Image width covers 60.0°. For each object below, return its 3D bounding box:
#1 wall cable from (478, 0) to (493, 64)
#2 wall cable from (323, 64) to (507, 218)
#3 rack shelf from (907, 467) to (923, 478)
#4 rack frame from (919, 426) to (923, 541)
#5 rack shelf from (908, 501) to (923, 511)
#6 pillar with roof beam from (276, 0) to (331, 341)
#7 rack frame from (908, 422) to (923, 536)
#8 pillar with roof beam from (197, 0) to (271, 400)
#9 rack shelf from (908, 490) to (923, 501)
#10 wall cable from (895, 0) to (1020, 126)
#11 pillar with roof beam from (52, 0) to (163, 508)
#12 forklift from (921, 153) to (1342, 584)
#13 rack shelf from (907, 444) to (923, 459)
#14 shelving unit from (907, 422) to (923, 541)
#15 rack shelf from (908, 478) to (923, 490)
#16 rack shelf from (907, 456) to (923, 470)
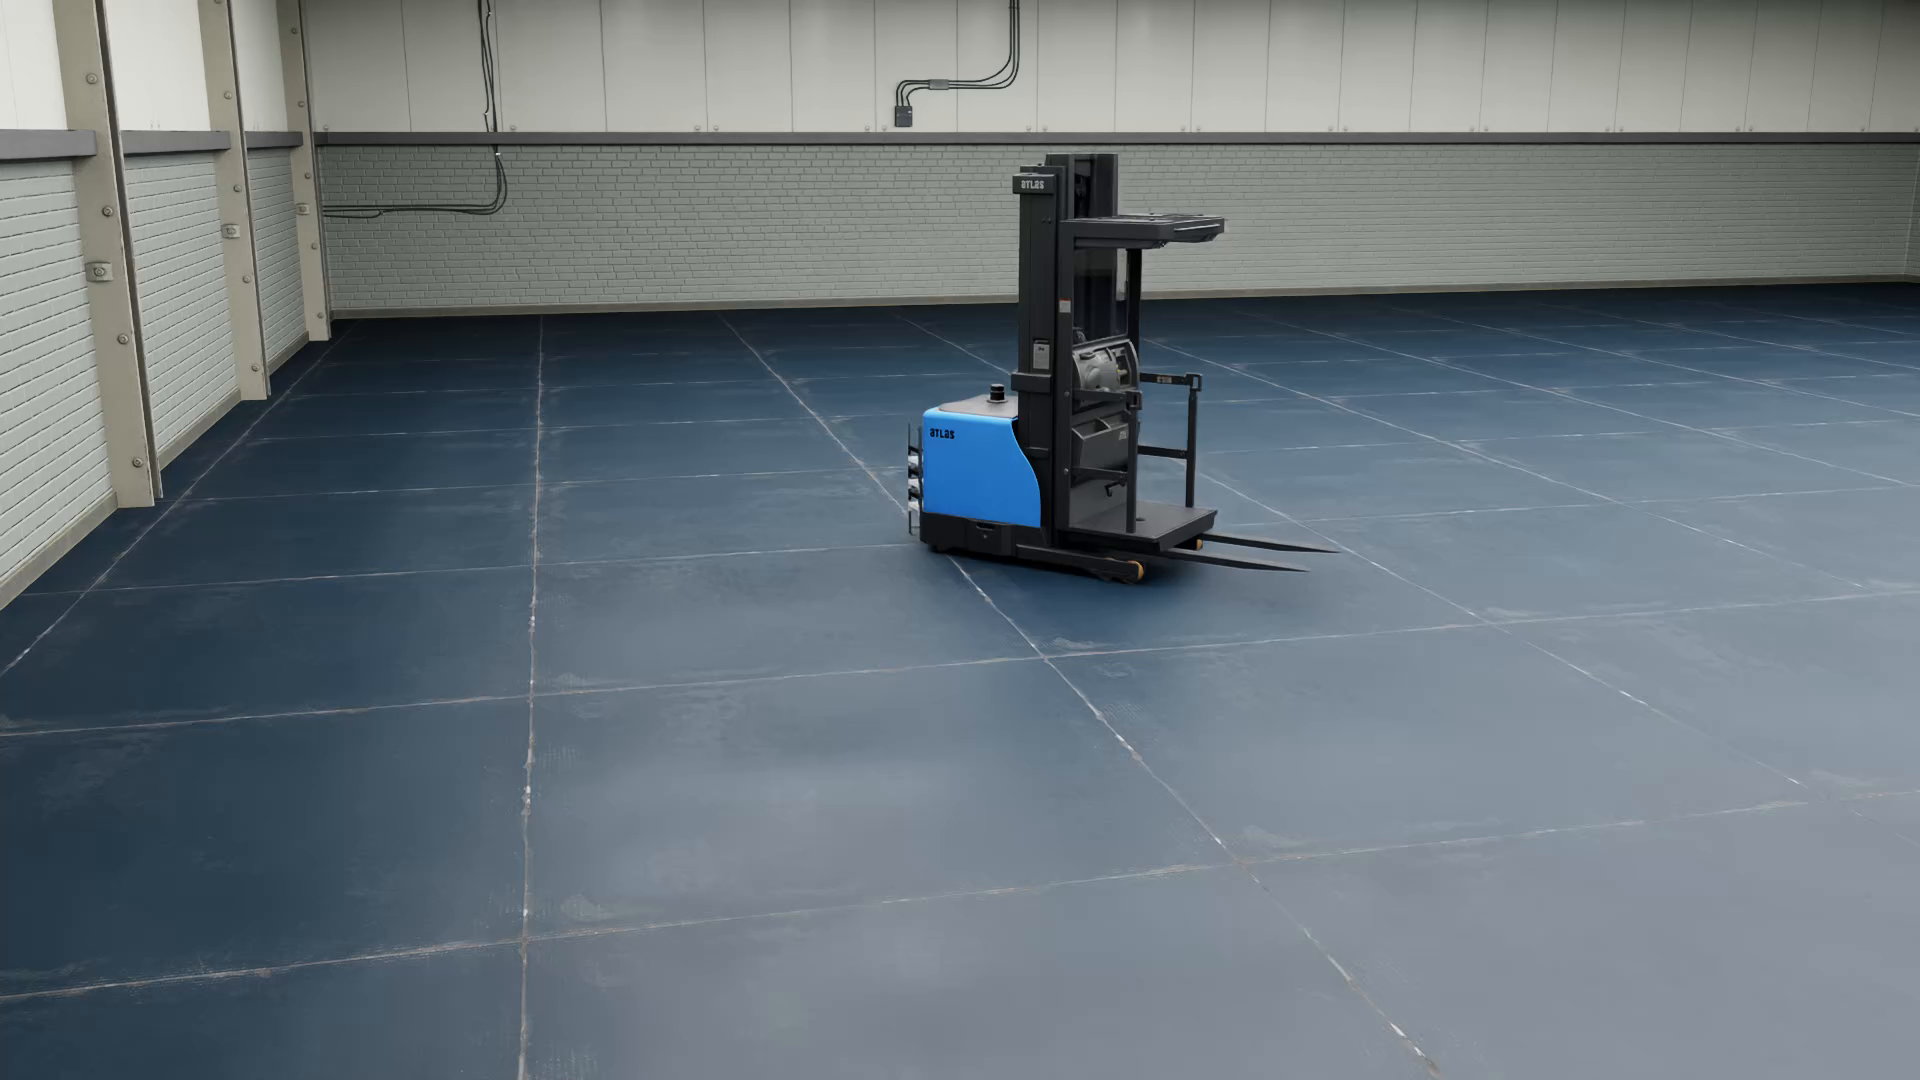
[{"bbox_3d":[-6.634,-9.312,27.982,3.097,2.526,0.112,-3,14,-13],"label":"wall cable"},{"bbox_3d":[-9.264,-6.708,27.964,3.097,2.526,0.112,-3,14,-13],"label":"wall cable"},{"bbox_3d":[-0.249,-0.518,12.913,0.258,0.077,0.200,-6,15,-25],"label":"rack shelf"},{"bbox_3d":[-0.206,-0.441,12.837,0.240,0.900,0.006,-6,15,-25],"label":"rack frame"},{"bbox_3d":[-0.249,-0.256,12.977,0.258,0.077,0.200,-6,15,-25],"label":"rack shelf"},{"bbox_3d":[-5.673,-7.703,25.495,9.100,9.000,0.400,-3,14,-13],"label":"pillar with roof beam"},{"bbox_3d":[-0.293,-0.485,13.015,0.240,0.900,0.006,-6,15,-25],"label":"rack frame"},{"bbox_3d":[-4.263,-6.319,19.829,9.100,9.000,0.400,-3,14,-13],"label":"pillar with roof beam"},{"bbox_3d":[-0.249,-0.343,12.955,0.258,0.077,0.200,-6,15,-25],"label":"rack shelf"},{"bbox_3d":[-0.032,-10.394,29.343,2.305,6.003,0.169,-3,14,-13],"label":"wall cable"},{"bbox_3d":[-2.854,-4.934,14.164,9.100,9.000,0.400,-3,14,-13],"label":"pillar with roof beam"},{"bbox_3d":[1.229,-1.258,11.900,3.031,2.935,1.130,8,16,31],"label":"forklift"},{"bbox_3d":[-0.249,-0.693,12.870,0.258,0.077,0.200,-6,15,-25],"label":"rack shelf"},{"bbox_3d":[-0.249,-0.463,12.926,0.258,0.900,0.210,-6,15,-25],"label":"shelving unit"},{"bbox_3d":[-0.249,-0.431,12.934,0.258,0.077,0.200,-6,15,-25],"label":"rack shelf"},{"bbox_3d":[-0.249,-0.606,12.891,0.258,0.077,0.200,-6,15,-25],"label":"rack shelf"}]
